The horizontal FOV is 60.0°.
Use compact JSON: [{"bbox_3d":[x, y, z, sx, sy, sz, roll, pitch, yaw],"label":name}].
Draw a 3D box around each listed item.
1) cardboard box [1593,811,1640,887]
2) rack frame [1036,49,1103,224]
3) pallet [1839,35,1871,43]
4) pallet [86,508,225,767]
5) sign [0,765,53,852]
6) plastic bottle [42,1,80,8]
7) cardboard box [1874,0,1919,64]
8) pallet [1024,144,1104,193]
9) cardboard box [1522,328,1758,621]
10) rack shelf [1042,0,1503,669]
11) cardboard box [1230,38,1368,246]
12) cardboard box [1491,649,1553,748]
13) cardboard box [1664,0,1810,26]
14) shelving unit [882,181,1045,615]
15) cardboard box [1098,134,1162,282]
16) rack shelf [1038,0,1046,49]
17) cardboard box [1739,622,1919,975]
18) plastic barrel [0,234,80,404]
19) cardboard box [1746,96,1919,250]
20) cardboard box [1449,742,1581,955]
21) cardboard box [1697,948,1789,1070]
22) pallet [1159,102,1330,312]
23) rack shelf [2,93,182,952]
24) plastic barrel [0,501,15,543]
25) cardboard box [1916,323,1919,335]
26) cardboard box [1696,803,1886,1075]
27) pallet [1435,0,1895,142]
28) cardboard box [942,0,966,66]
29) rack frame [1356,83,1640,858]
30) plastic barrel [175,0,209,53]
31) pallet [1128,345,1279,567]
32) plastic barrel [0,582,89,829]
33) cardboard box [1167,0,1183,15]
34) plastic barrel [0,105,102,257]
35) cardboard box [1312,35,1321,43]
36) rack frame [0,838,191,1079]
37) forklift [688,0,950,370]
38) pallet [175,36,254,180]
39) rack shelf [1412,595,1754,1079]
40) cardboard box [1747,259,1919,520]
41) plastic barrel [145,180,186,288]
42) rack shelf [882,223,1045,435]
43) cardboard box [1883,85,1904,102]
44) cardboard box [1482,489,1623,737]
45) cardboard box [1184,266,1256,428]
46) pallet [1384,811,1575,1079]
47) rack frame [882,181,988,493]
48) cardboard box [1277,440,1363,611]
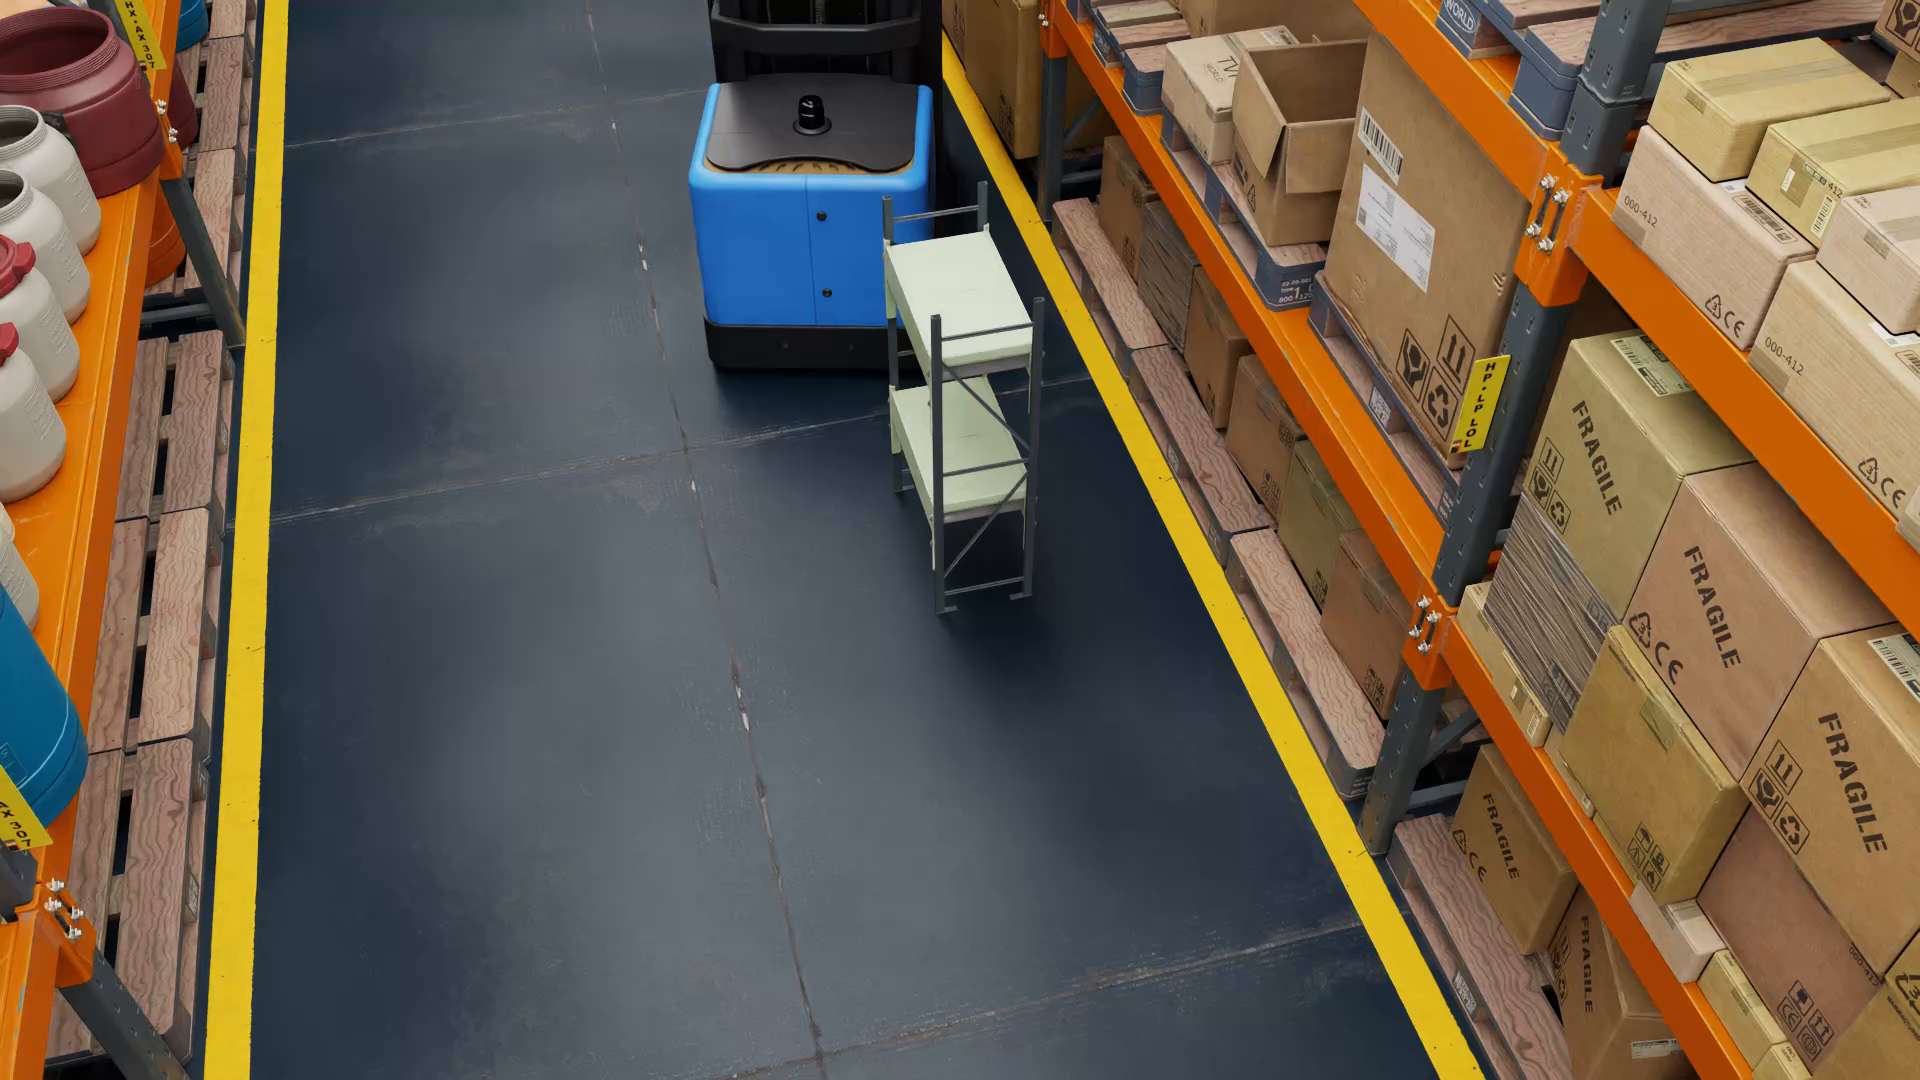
[{"bbox_3d":[1.902,0.747,4.344,0.380,0.149,0.250,-11,47,-10],"label":"cardboard box"},{"bbox_3d":[0.899,-2.819,7.664,1.000,3.000,0.127,-11,47,-10],"label":"rack frame"},{"bbox_3d":[5.521,-3.220,10.009,1.003,0.211,1.213,-11,47,-10],"label":"pallet"},{"bbox_3d":[-3.420,0.445,6.417,1.003,0.211,1.213,-11,47,-10],"label":"pallet"},{"bbox_3d":[-2.331,0.658,4.062,0.100,0.325,0.005,-11,47,-10],"label":"sign"},{"bbox_3d":[-3.835,-2.200,7.144,0.152,0.276,0.135,-11,47,-10],"label":"plastic bottle"},{"bbox_3d":[2.284,-1.158,3.306,0.500,0.500,0.500,-12,47,-11],"label":"cardboard box"},{"bbox_3d":[0.770,-2.401,9.206,1.003,0.211,1.213,-11,47,-10],"label":"pallet"},{"bbox_3d":[1.792,-0.190,4.108,0.500,0.500,0.500,-11,47,-10],"label":"cardboard box"},{"bbox_3d":[1.411,-1.187,6.567,1.077,0.370,4.000,-11,47,-10],"label":"rack shelf"},{"bbox_3d":[1.390,-1.421,5.927,0.797,0.503,0.637,-6,46,-6],"label":"cardboard box"},{"bbox_3d":[1.738,0.409,4.676,0.380,0.149,0.250,-11,47,-10],"label":"cardboard box"},{"bbox_3d":[1.898,-1.633,4.035,0.797,0.503,0.637,-13,47,-12],"label":"cardboard box"},{"bbox_3d":[0.002,-0.520,6.461,0.431,1.500,0.755,-11,47,-10],"label":"shelving unit"},{"bbox_3d":[1.089,-1.640,7.949,0.700,0.500,0.500,-13,47,-12],"label":"cardboard box"},{"bbox_3d":[0.387,-3.948,9.274,1.077,0.370,4.000,-11,47,-10],"label":"rack shelf"},{"bbox_3d":[2.049,0.501,3.432,0.500,0.500,0.500,-11,47,-10],"label":"cardboard box"},{"bbox_3d":[-3.197,-0.706,5.497,0.433,0.535,0.433,0,46,0],"label":"plastic barrel"},{"bbox_3d":[1.842,-0.743,3.354,0.380,0.149,0.250,-13,47,-12],"label":"cardboard box"},{"bbox_3d":[1.986,0.954,5.422,0.500,0.500,0.500,-12,47,-12],"label":"cardboard box"},{"bbox_3d":[2.031,1.092,4.006,0.380,0.149,0.250,-11,47,-10],"label":"cardboard box"},{"bbox_3d":[1.445,-1.393,6.400,1.003,0.211,1.213,-11,47,-10],"label":"pallet"},{"bbox_3d":[-3.377,-0.281,5.680,1.077,0.370,4.000,-11,47,-10],"label":"rack shelf"},{"bbox_3d":[-3.056,-0.046,5.042,0.301,0.262,0.301,0,46,0],"label":"plastic barrel"},{"bbox_3d":[1.995,-0.390,3.008,0.380,0.149,0.250,-9,46,-9],"label":"cardboard box"},{"bbox_3d":[2.297,0.804,3.835,0.875,0.500,0.500,-11,47,-10],"label":"cardboard box"},{"bbox_3d":[1.868,-1.488,4.390,1.213,0.211,1.003,-11,47,-10],"label":"pallet"},{"bbox_3d":[0.521,-3.320,9.348,1.225,0.875,0.875,-11,47,-10],"label":"cardboard box"},{"bbox_3d":[1.923,-0.058,4.957,1.000,3.000,0.127,-11,47,-10],"label":"rack frame"},{"bbox_3d":[-4.609,-3.220,9.232,0.600,0.901,0.708,-11,47,-10],"label":"plastic barrel"},{"bbox_3d":[1.406,-0.463,7.307,1.003,0.211,1.213,-11,47,-10],"label":"pallet"},{"bbox_3d":[-2.671,0.350,4.206,0.600,0.901,0.708,-11,47,-10],"label":"plastic barrel"},{"bbox_3d":[1.076,-2.636,7.120,0.500,0.500,0.500,-16,48,-15],"label":"cardboard box"},{"bbox_3d":[-3.419,-1.282,6.078,0.421,0.512,0.421,0,46,0],"label":"plastic barrel"},{"bbox_3d":[1.587,-1.817,6.482,0.396,0.266,0.258,-12,47,-11],"label":"cardboard box"},{"bbox_3d":[-2.862,0.847,4.070,0.949,2.616,0.053,-11,47,-10],"label":"rack frame"},{"bbox_3d":[-0.622,-2.848,7.740,1.130,2.935,3.031,1,46,1],"label":"forklift"},{"bbox_3d":[-4.440,-2.315,9.122,1.003,0.211,1.213,-11,47,-10],"label":"pallet"},{"bbox_3d":[2.435,1.575,3.861,1.077,0.370,4.000,-11,47,-10],"label":"rack shelf"},{"bbox_3d":[1.931,-0.333,3.232,0.500,0.250,0.500,-11,47,-11],"label":"cardboard box"},{"bbox_3d":[-4.031,-1.636,7.729,0.600,0.830,0.708,-11,47,-10],"label":"plastic barrel"},{"bbox_3d":[0.002,-0.793,6.182,0.431,0.370,0.720,-11,47,-10],"label":"rack shelf"},{"bbox_3d":[2.292,-0.788,3.678,0.500,0.250,0.500,-9,46,-9],"label":"cardboard box"},{"bbox_3d":[1.978,0.125,4.500,0.875,0.500,0.500,-11,47,-10],"label":"cardboard box"},{"bbox_3d":[1.396,-0.869,7.194,0.700,0.500,0.500,-7,46,-7],"label":"cardboard box"},{"bbox_3d":[2.129,1.375,5.505,1.003,0.211,1.213,-11,47,-10],"label":"pallet"},{"bbox_3d":[-0.092,-0.773,6.708,0.400,1.500,0.023,-11,47,-10],"label":"rack frame"},{"bbox_3d":[1.682,-0.097,6.438,0.700,0.500,0.500,-11,47,-11],"label":"cardboard box"}]
